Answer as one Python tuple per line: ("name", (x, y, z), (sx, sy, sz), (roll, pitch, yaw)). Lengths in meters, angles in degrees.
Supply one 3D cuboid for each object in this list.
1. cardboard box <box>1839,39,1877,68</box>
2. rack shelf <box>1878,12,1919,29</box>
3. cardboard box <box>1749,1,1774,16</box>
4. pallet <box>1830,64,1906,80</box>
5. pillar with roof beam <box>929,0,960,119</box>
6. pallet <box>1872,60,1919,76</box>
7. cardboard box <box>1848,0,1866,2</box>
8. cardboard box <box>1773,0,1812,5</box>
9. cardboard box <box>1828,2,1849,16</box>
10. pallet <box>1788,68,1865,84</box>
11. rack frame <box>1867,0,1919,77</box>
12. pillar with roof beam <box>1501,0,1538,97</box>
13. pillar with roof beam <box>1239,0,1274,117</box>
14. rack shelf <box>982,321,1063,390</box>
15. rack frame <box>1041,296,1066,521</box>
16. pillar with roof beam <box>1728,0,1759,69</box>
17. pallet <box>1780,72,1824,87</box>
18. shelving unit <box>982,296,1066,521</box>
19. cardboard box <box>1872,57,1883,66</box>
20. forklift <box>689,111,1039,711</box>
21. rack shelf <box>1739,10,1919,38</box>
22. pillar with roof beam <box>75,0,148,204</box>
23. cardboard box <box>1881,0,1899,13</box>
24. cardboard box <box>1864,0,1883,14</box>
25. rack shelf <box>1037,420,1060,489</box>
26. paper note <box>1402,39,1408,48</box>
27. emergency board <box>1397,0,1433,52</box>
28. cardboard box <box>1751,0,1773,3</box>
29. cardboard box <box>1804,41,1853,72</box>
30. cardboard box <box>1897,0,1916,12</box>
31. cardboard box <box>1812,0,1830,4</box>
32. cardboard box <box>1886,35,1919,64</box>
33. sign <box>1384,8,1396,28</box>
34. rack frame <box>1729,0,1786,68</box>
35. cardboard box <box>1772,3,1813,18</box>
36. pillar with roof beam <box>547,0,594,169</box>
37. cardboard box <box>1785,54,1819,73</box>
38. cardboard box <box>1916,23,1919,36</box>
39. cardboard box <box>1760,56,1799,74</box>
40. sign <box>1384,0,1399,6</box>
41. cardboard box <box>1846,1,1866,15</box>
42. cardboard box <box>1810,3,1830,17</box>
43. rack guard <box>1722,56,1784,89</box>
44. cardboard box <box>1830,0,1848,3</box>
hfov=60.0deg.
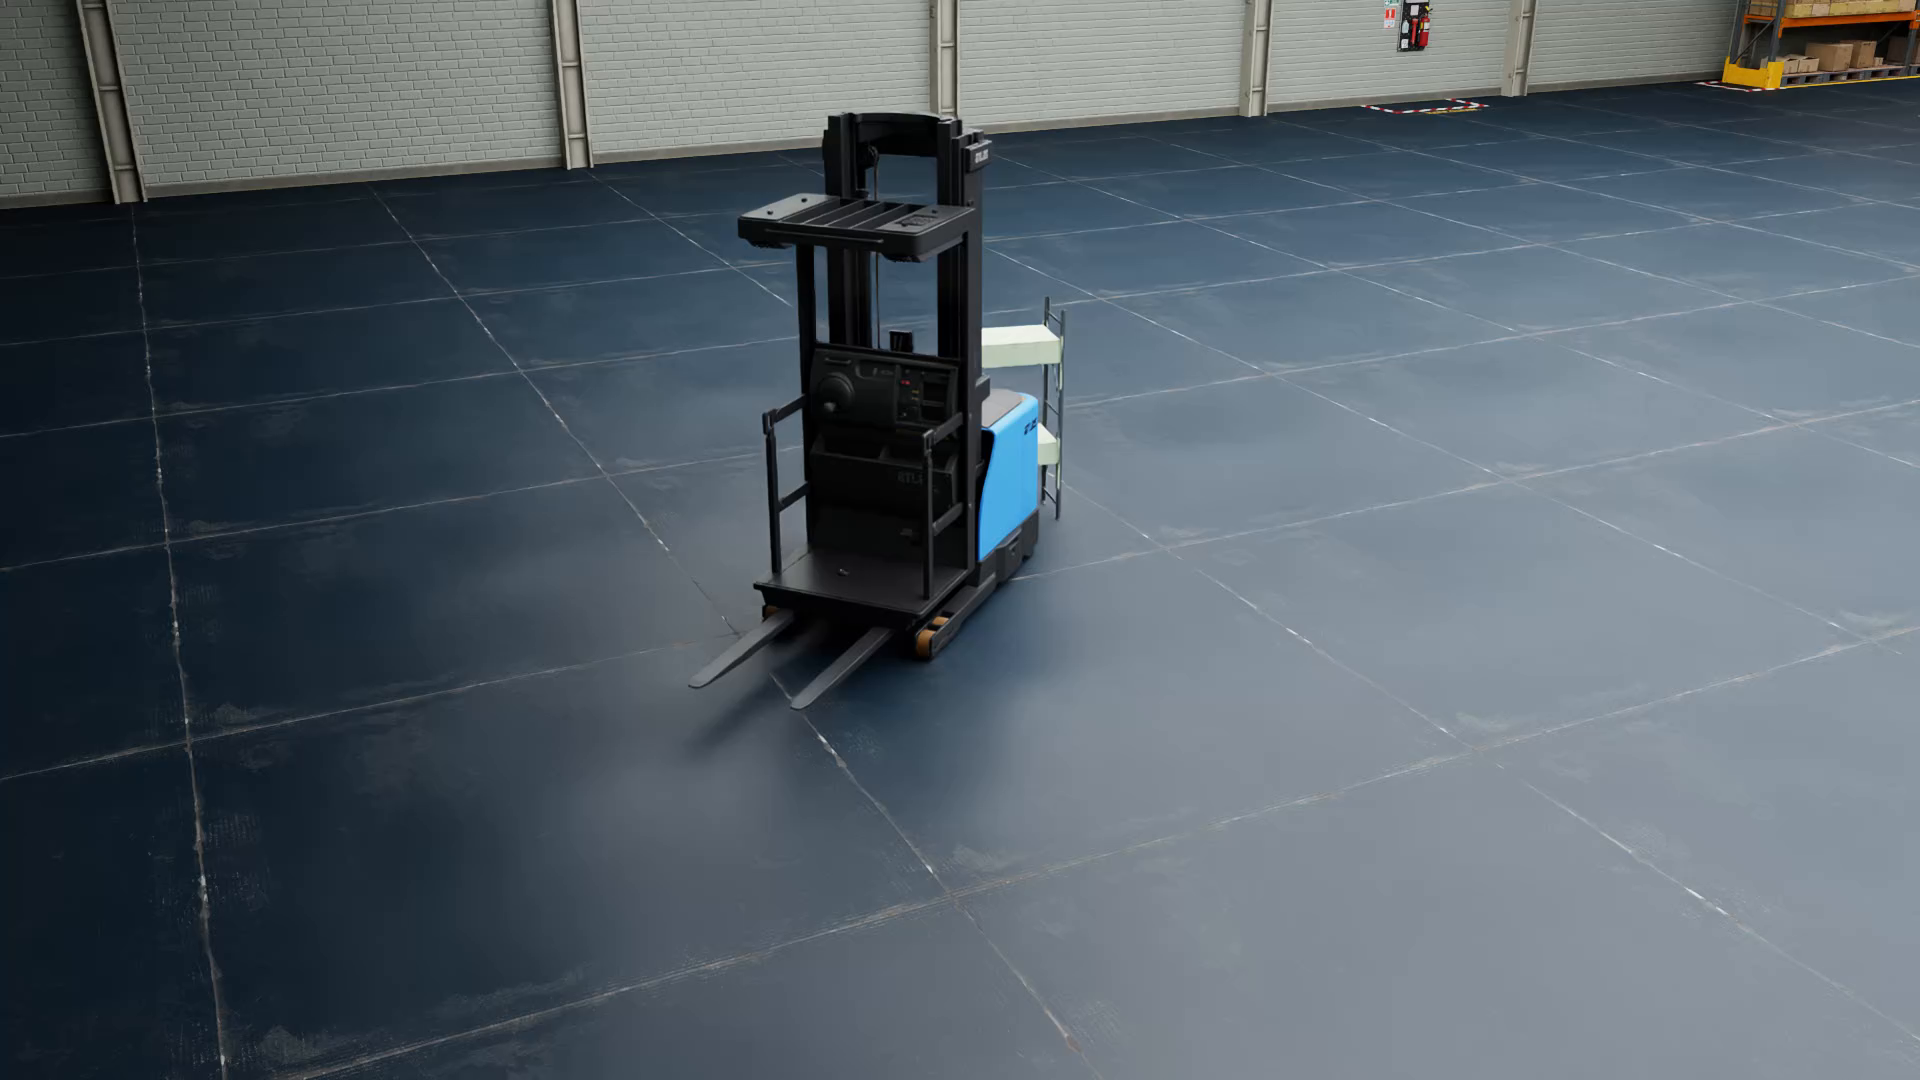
("cardboard box", (18.410, -9.996, 34.170), (0.500, 0.500, 0.500), (-12, 26, -28))
("rack shelf", (21.130, -11.133, 35.164), (4.000, 0.370, 1.077), (-10, 25, -24))
("cardboard box", (16.060, -10.554, 32.996), (0.500, 0.250, 0.500), (-10, 25, -23))
("pallet", (18.738, -9.722, 34.460), (1.213, 0.211, 1.003), (-10, 25, -24))
("pillar with roof beam", (1.627, -9.187, 21.678), (0.400, 9.000, 9.100), (-10, 25, -24))
("pallet", (20.028, -9.975, 35.071), (1.213, 0.211, 1.003), (-10, 25, -24))
("cardboard box", (17.662, -10.984, 33.053), (0.500, 0.500, 0.500), (-10, 24, -22))
("cardboard box", (16.284, -10.732, 32.445), (0.500, 0.500, 0.500), (-10, 25, -24))
("cardboard box", (17.224, -10.555, 32.997), (0.500, 0.250, 0.500), (-11, 25, -24))
("pallet", (17.637, -9.518, 33.967), (1.213, 0.211, 1.003), (-10, 25, -24))
("rack frame", (19.327, -11.134, 34.225), (0.127, 3.000, 1.000), (-10, 25, -24))
("pillar with roof beam", (12.440, -11.177, 26.487), (0.400, 9.000, 9.100), (-10, 25, -24))
("pillar with roof beam", (7.033, -10.182, 24.082), (0.400, 9.000, 9.100), (-10, 25, -24))
("rack shelf", (0.285, -1.228, 11.235), (0.720, 0.370, 0.431), (-6, 23, -13))
("rack frame", (0.640, -0.901, 11.467), (0.023, 1.500, 0.400), (-6, 23, -13))
("pillar with roof beam", (17.846, -12.173, 28.891), (0.400, 9.000, 9.100), (-10, 25, -24))
("pallet", (16.539, -9.317, 33.482), (1.213, 0.211, 1.003), (-10, 25, -24))
("shelving unit", (0.285, -0.867, 11.384), (0.755, 1.500, 0.431), (-6, 23, -13))
("cardboard box", (18.858, -9.929, 34.443), (0.250, 0.166, 0.380), (-14, 26, -30))
("forklift", (-0.530, -0.856, 9.486), (1.130, 2.935, 3.031), (9, 24, 22))
("rack shelf", (17.525, -10.470, 33.561), (4.000, 0.370, 1.077), (-10, 25, -24))
("pillar with roof beam", (-9.186, -7.196, 16.869), (0.400, 9.000, 9.100), (-10, 25, -24))
("cardboard box", (18.580, -10.811, 33.615), (0.500, 0.250, 0.500), (-10, 25, -23))
("cardboard box", (18.133, -10.722, 33.400), (0.500, 0.250, 0.500), (-11, 25, -24))
("rack shelf", (0.285, -0.566, 11.508), (0.720, 0.370, 0.431), (-6, 23, -13))
("paper note", (8.140, -9.080, 30.415), (0.142, 0.148, 0.016), (-10, 25, -24))
("emergency board", (8.329, -9.492, 30.260), (0.643, 1.169, 0.194), (-10, 25, -24))
("cardboard box", (16.056, -10.908, 32.869), (0.500, 0.500, 0.500), (-11, 25, -24))
("cardboard box", (17.582, -9.801, 33.699), (0.500, 0.500, 0.700), (-12, 25, -27))
("cardboard box", (19.032, -10.891, 33.808), (0.500, 0.250, 0.500), (-10, 25, -23))
("cardboard box", (16.733, -10.811, 32.634), (0.500, 0.500, 0.500), (-10, 25, -23))
("cardboard box", (19.984, -10.310, 34.928), (0.500, 0.500, 0.700), (-10, 24, -22))
("sign", (7.786, -9.453, 30.117), (0.234, 0.329, 0.001), (-10, 25, -24))
("rack frame", (15.723, -10.470, 32.622), (0.127, 3.000, 1.000), (-10, 25, -24))
("cardboard box", (16.301, -10.382, 32.578), (0.500, 0.250, 0.500), (-11, 25, -25))
("pillar with roof beam", (-3.779, -8.192, 19.274), (0.400, 9.000, 9.100), (-10, 25, -24))
("cardboard box", (16.899, -9.609, 33.483), (0.500, 0.311, 0.500), (-8, 24, -19))
("cardboard box", (20.379, -10.731, 34.964), (0.500, 0.250, 0.500), (-11, 25, -25))
("cardboard box", (16.386, -9.515, 33.254), (0.500, 0.311, 0.500), (-14, 26, -30))
("sign", (7.794, -9.695, 30.010), (0.331, 0.109, 0.001), (-10, 25, -24))
("cardboard box", (17.680, -10.638, 33.198), (0.500, 0.250, 0.500), (-10, 25, -23))
("cardboard box", (16.762, -10.473, 32.798), (0.500, 0.250, 0.500), (-11, 25, -25))
("rack guard", (15.792, -9.328, 33.131), (0.348, 0.500, 1.175), (-10, 25, -24))
("cardboard box", (17.202, -10.894, 32.836), (0.500, 0.500, 0.500), (-11, 25, -25))
